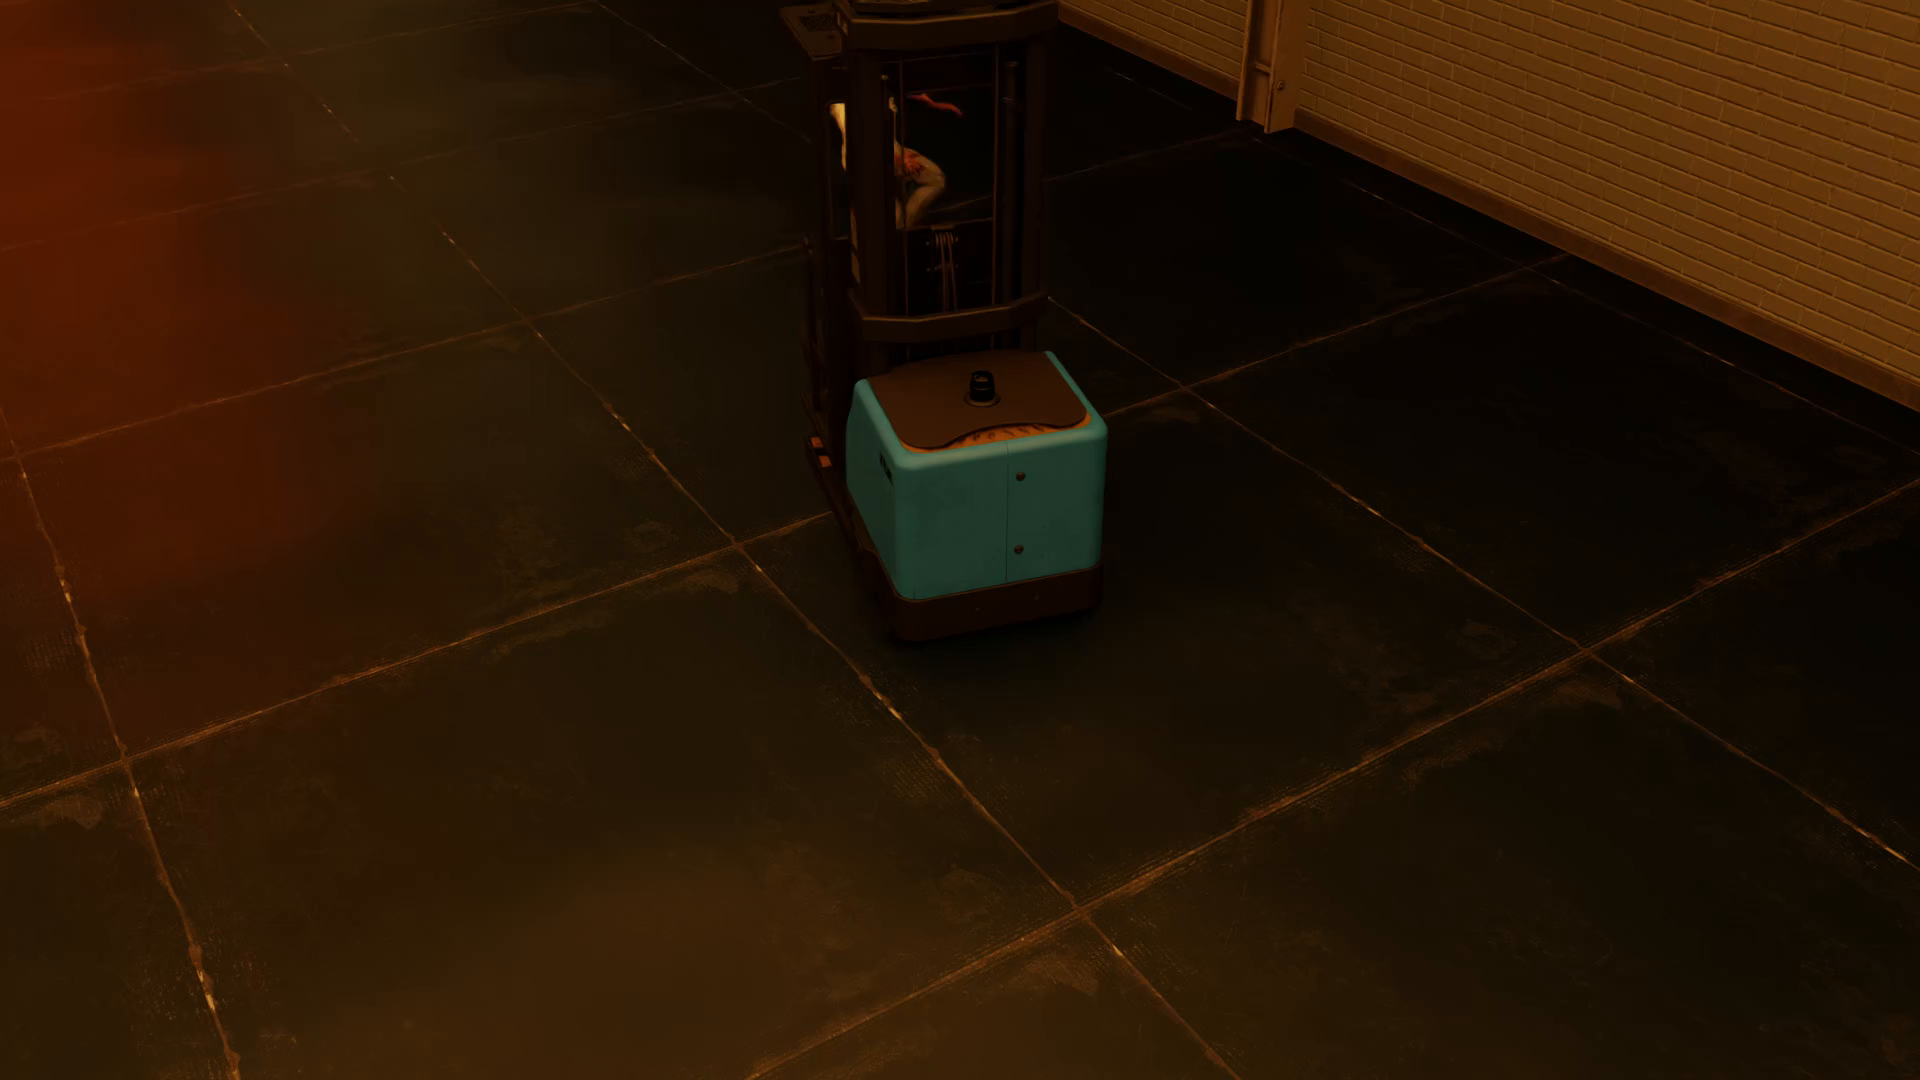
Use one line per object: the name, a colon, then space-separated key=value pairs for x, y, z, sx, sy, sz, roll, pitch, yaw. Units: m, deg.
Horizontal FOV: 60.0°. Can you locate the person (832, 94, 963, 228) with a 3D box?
person: x=-0.401 y=-2.504 z=10.911 sx=0.777 sy=1.560 sz=0.964 roll=19 pitch=39 yaw=25

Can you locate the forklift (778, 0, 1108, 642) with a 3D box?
forklift: x=-0.232 y=-1.563 z=8.372 sx=1.130 sy=2.935 sz=3.031 roll=-10 pitch=36 yaw=-14
